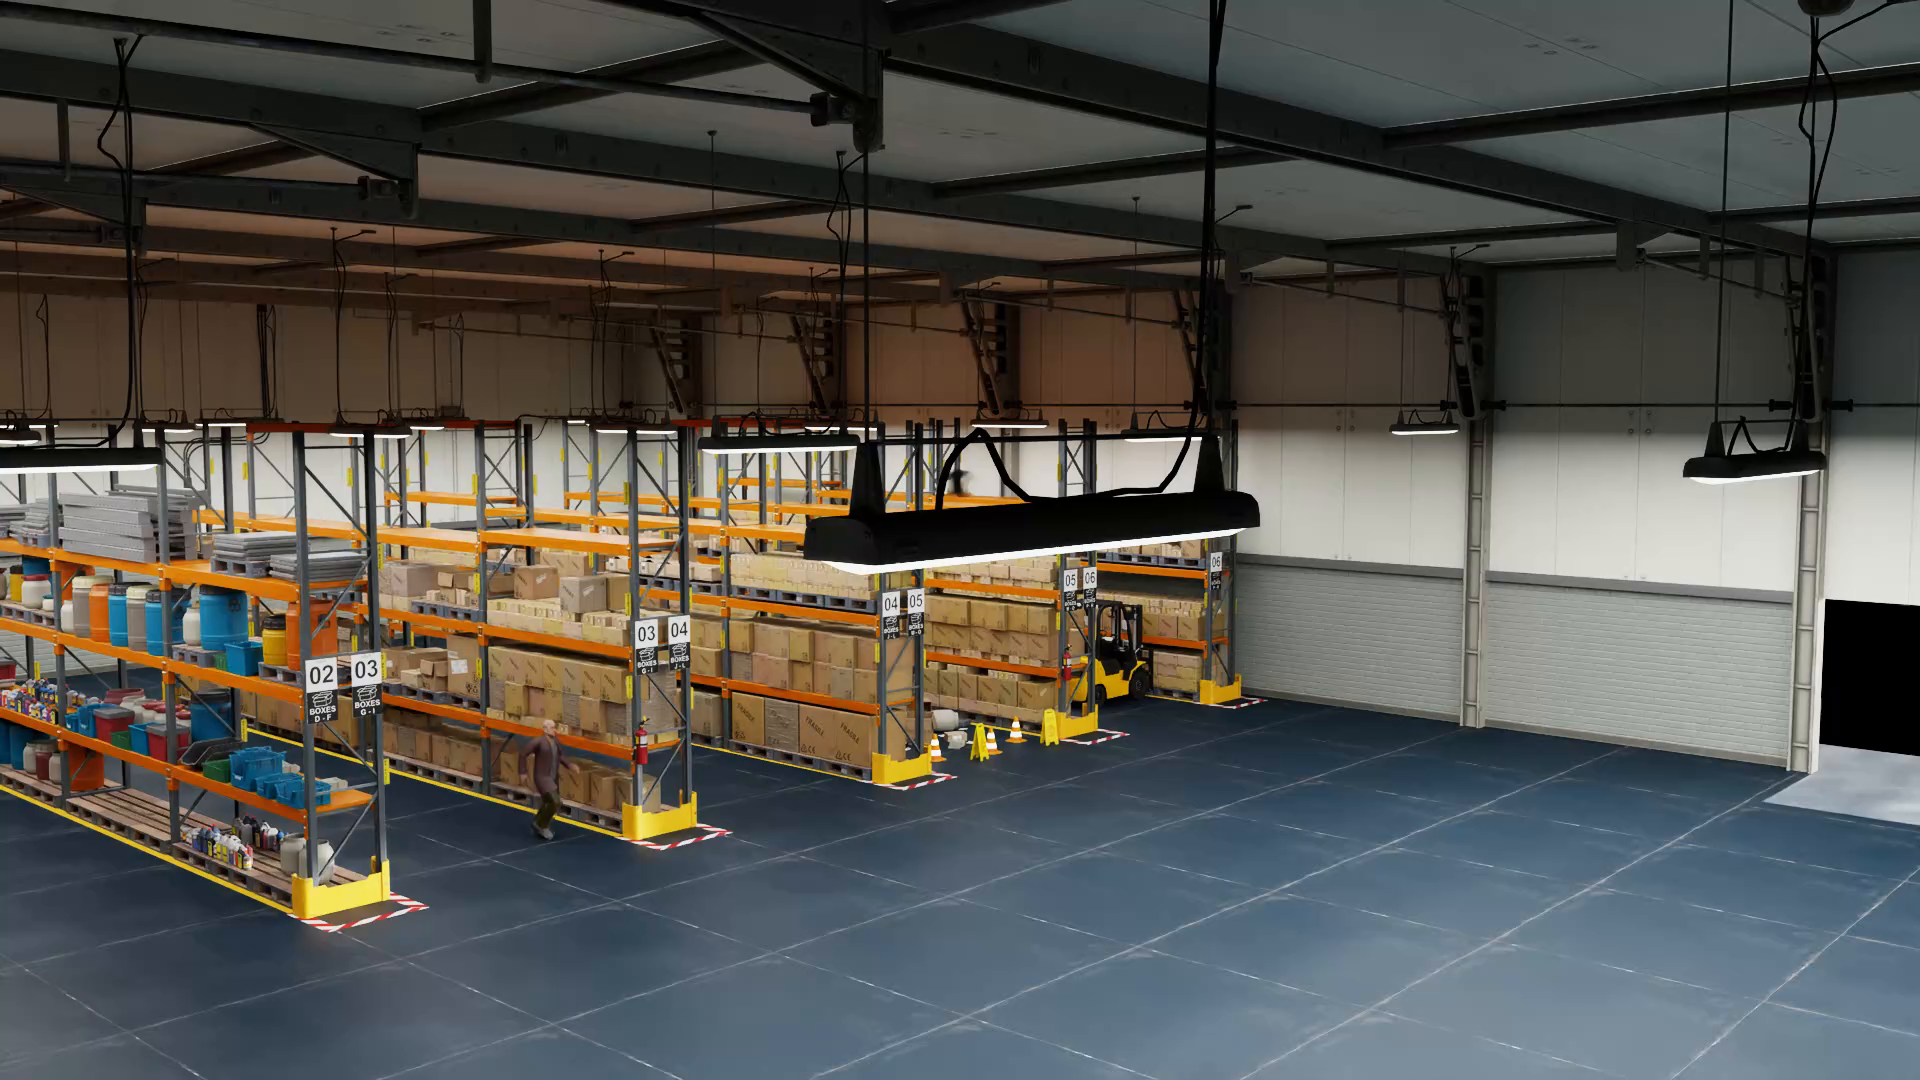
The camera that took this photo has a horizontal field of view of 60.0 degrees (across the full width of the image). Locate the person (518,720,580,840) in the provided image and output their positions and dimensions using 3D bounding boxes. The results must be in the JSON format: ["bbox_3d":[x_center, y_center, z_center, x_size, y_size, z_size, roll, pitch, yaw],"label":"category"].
[{"bbox_3d":[-5.986,3.487,24.197,0.801,1.750,0.699,2,5,24],"label":"person"}]
